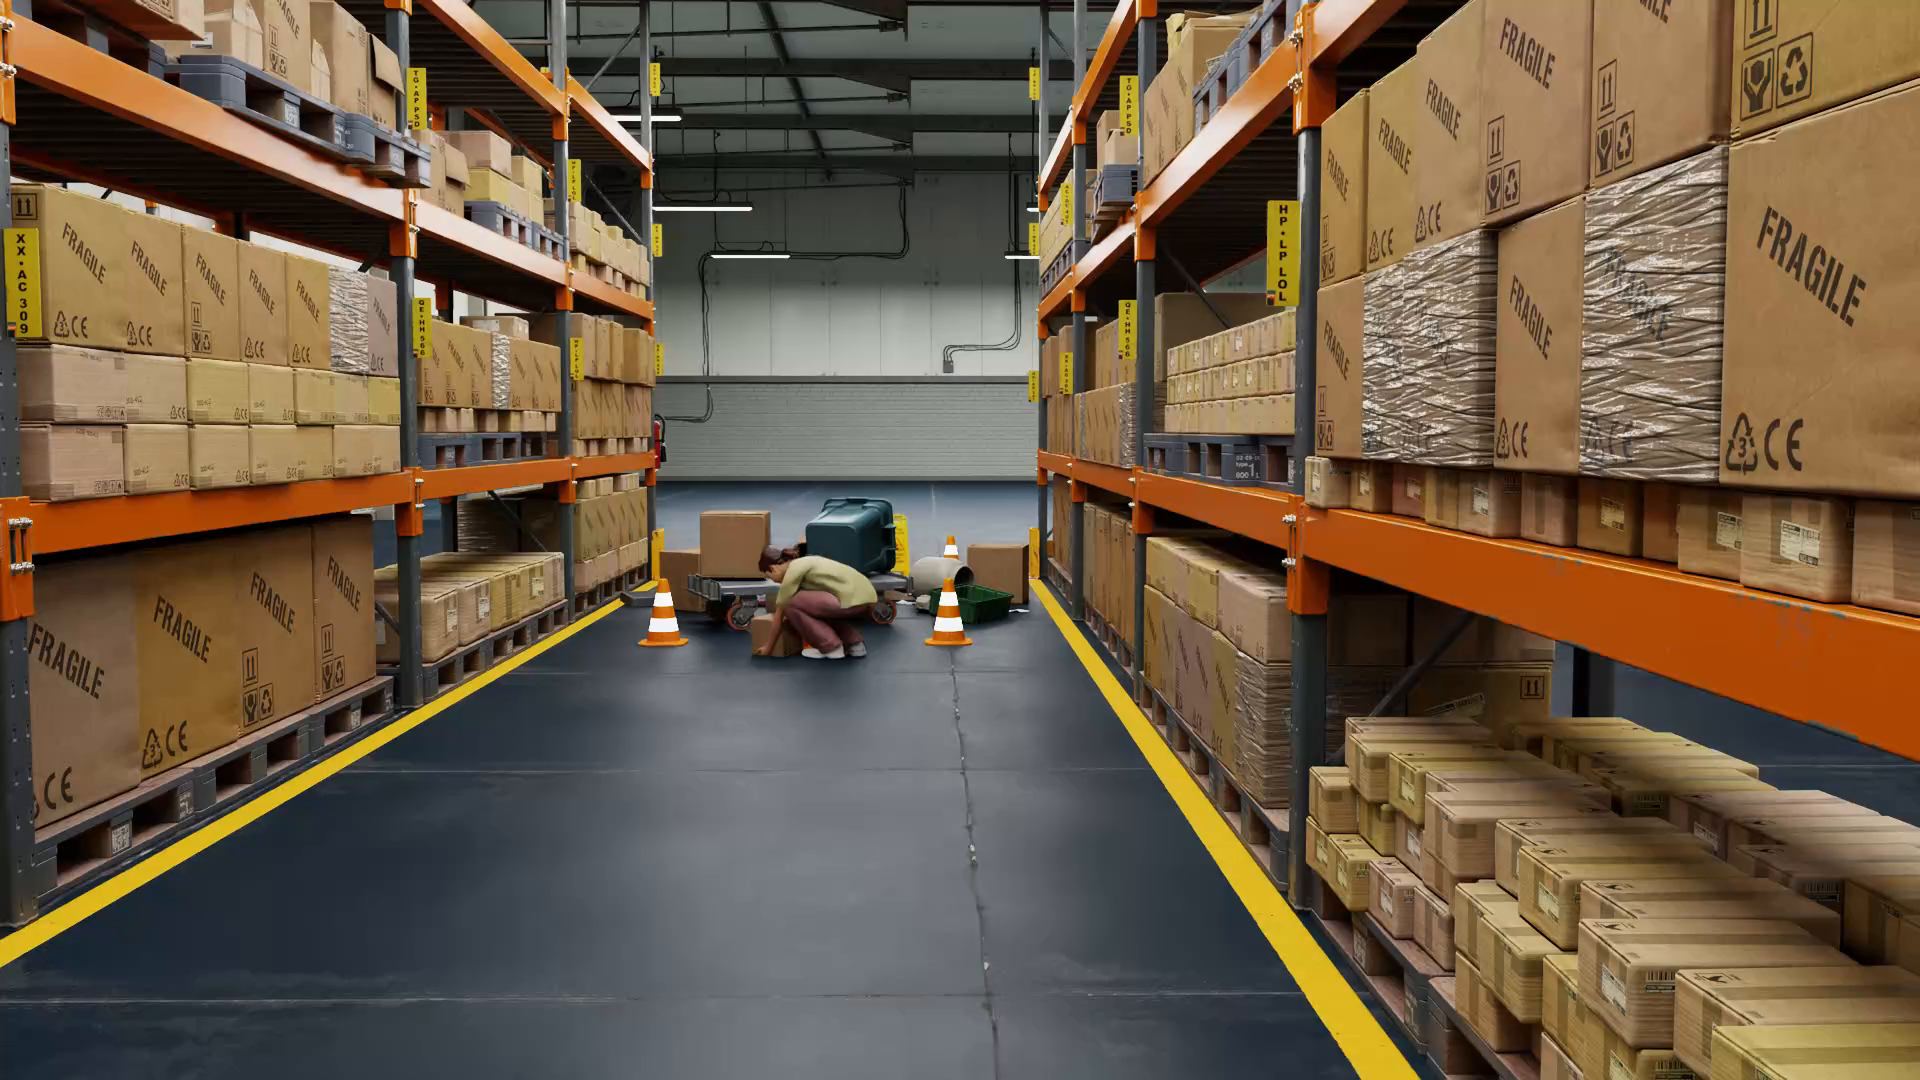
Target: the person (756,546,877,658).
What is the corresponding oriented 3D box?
[{"bbox_3d":[-0.966,0.451,11.225,0.824,0.800,0.487,2,4,27],"label":"person"}]
